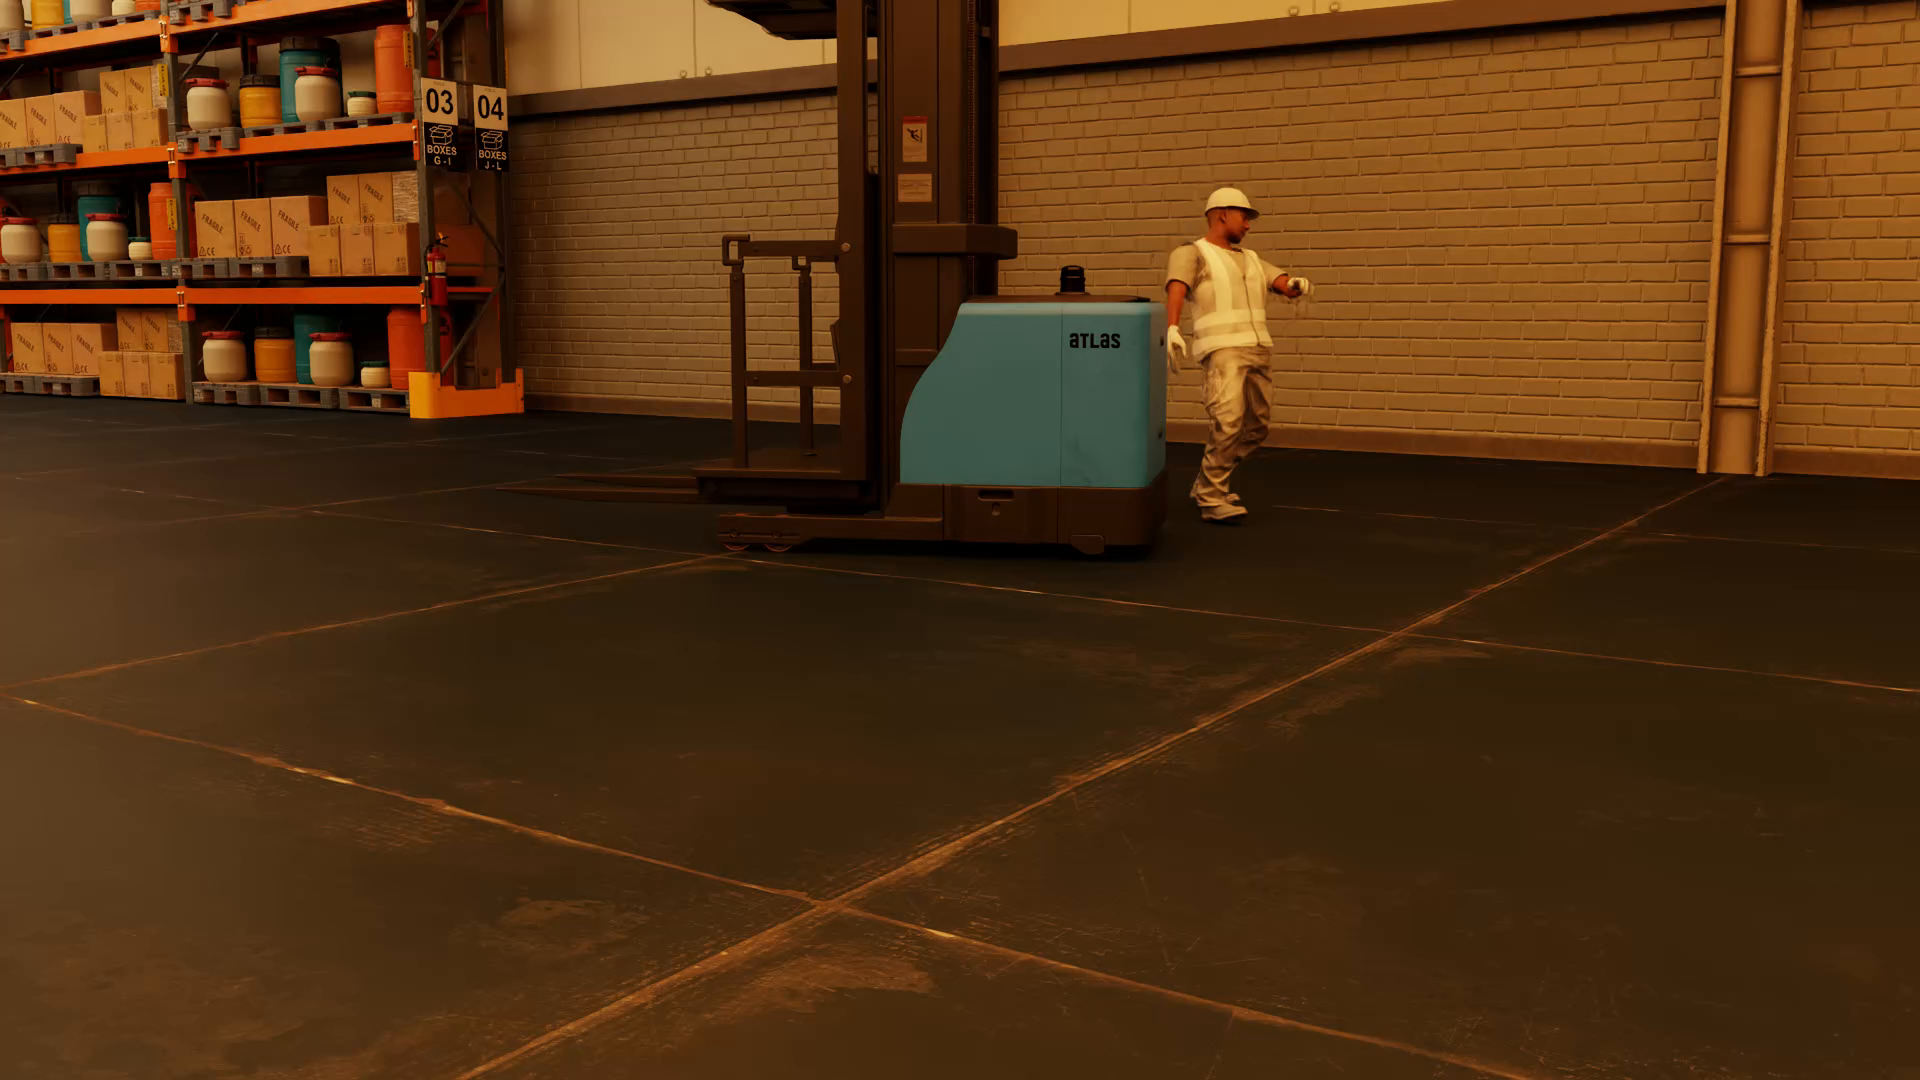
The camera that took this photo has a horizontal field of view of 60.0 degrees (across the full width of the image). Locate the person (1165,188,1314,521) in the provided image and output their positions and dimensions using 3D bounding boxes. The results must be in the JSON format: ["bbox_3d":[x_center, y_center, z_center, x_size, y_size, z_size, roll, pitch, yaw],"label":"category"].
[{"bbox_3d":[1.326,-0.919,8.218,0.875,1.645,0.819,8,11,44],"label":"person"}]

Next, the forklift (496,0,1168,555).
[{"bbox_3d":[-0.596,-1.469,7.520,3.031,2.935,1.130,2,8,12],"label":"forklift"}]
